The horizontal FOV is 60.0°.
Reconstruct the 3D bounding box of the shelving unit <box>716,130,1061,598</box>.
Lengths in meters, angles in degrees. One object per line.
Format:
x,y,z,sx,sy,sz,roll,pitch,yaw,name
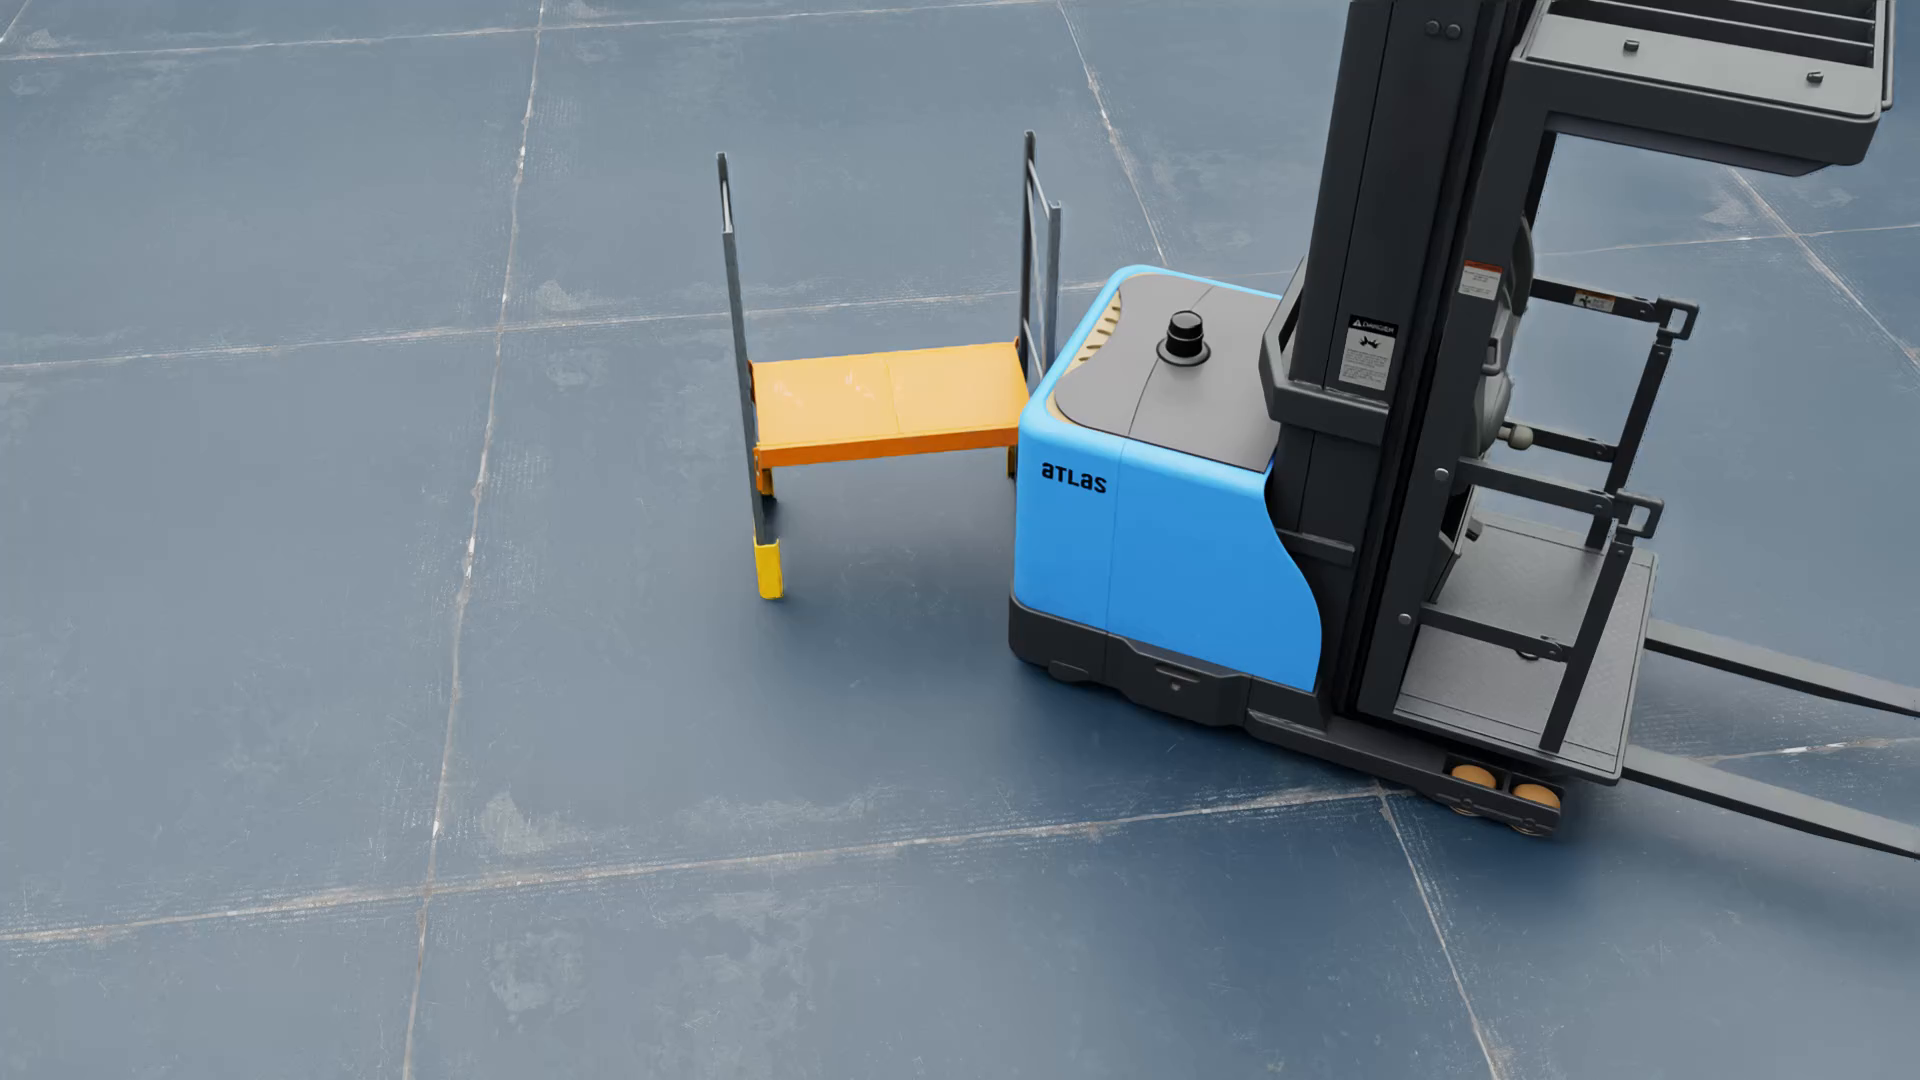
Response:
-0.230,-0.590,5.785,1.083,1.500,0.587,-6,42,-6,shelving unit

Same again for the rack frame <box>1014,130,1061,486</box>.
0.264,-0.638,5.838,0.032,1.500,0.500,-6,42,-6,rack frame

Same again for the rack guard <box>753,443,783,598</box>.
-0.723,-0.078,6.150,0.087,0.250,0.587,-6,42,-6,rack guard

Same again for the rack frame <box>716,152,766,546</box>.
-0.742,-0.541,5.729,0.032,1.500,0.500,-6,42,-6,rack frame

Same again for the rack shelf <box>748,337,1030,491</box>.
-0.239,-0.456,5.904,1.000,0.185,0.538,-6,42,-6,rack shelf

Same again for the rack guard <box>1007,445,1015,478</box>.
0.263,-0.174,6.256,0.087,0.250,0.587,-6,42,-6,rack guard

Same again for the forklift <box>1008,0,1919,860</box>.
1.731,-0.569,4.692,3.031,2.935,1.130,16,44,17,forklift
